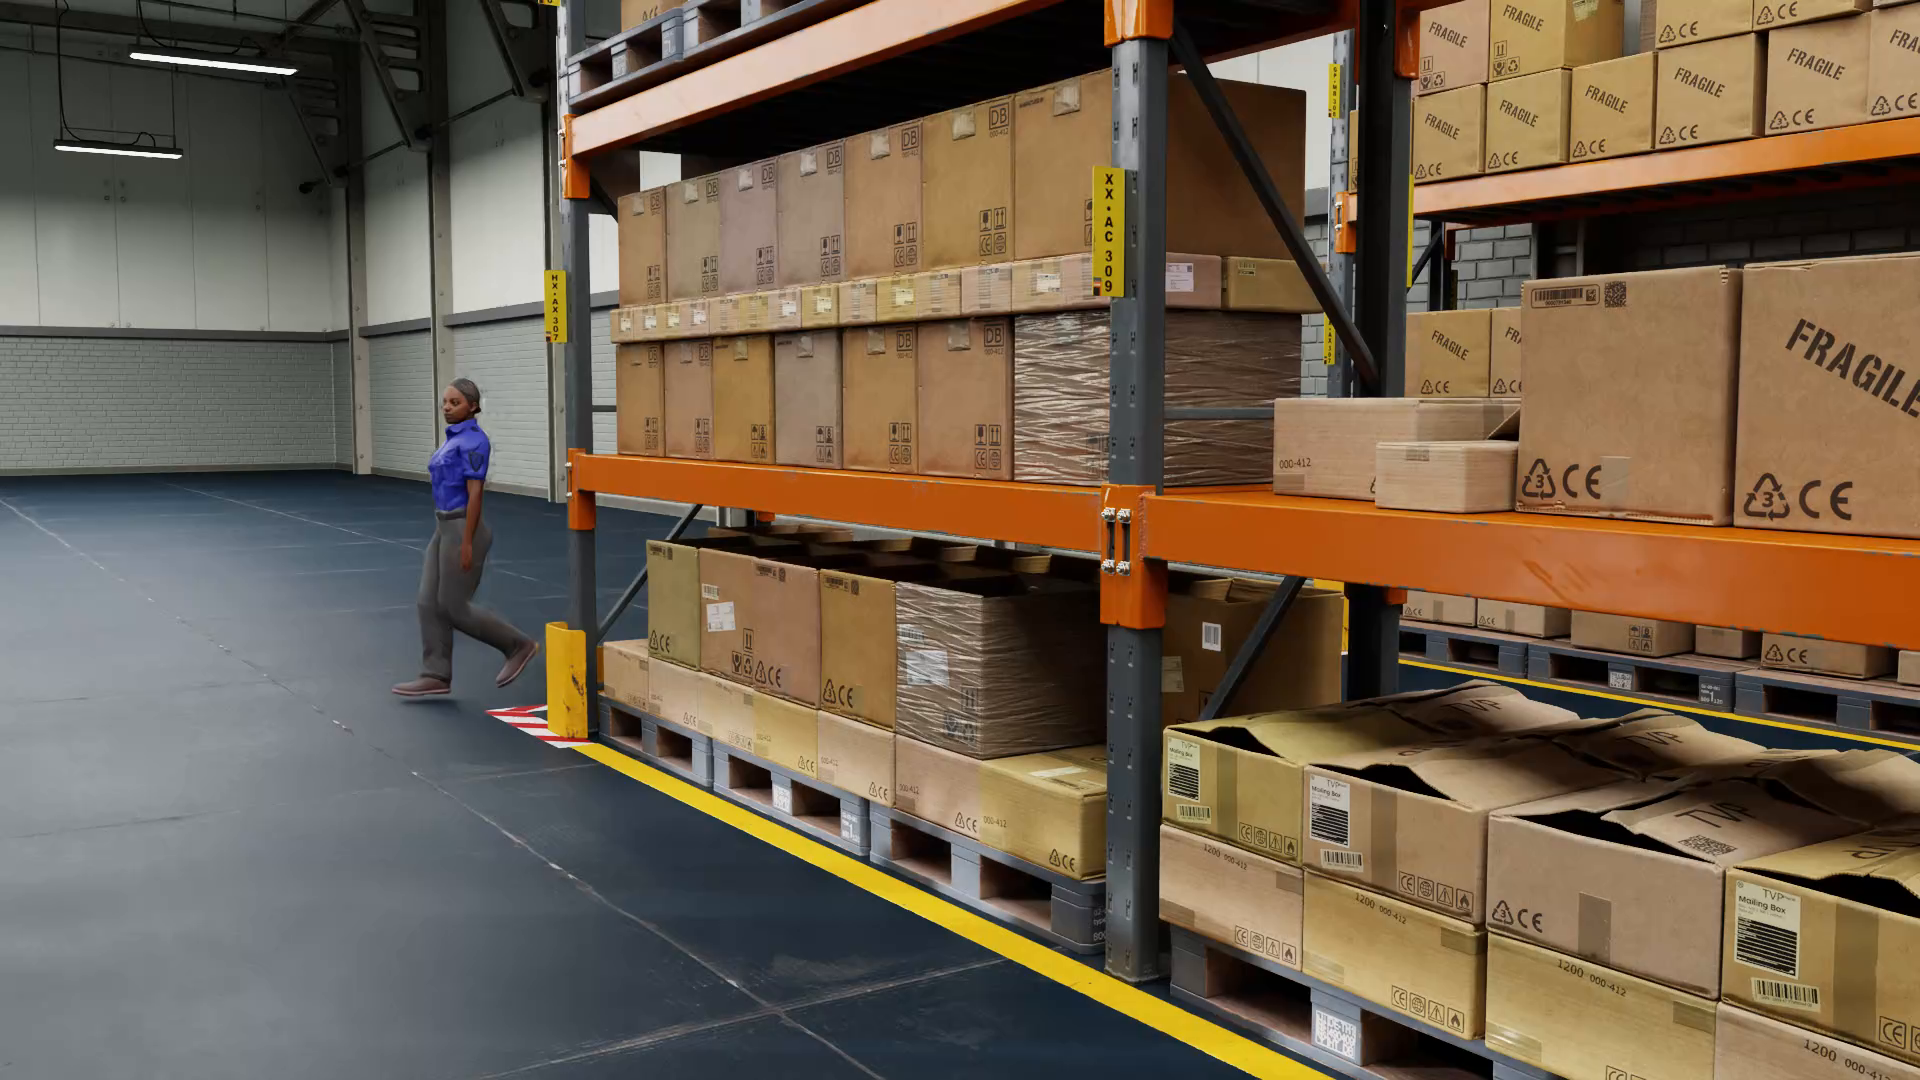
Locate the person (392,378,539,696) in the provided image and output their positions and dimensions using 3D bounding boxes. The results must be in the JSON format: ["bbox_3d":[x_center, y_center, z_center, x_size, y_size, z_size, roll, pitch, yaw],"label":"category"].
[{"bbox_3d":[-2.563,-0.017,8.573,0.720,1.631,0.471,-3,5,-29],"label":"person"}]
